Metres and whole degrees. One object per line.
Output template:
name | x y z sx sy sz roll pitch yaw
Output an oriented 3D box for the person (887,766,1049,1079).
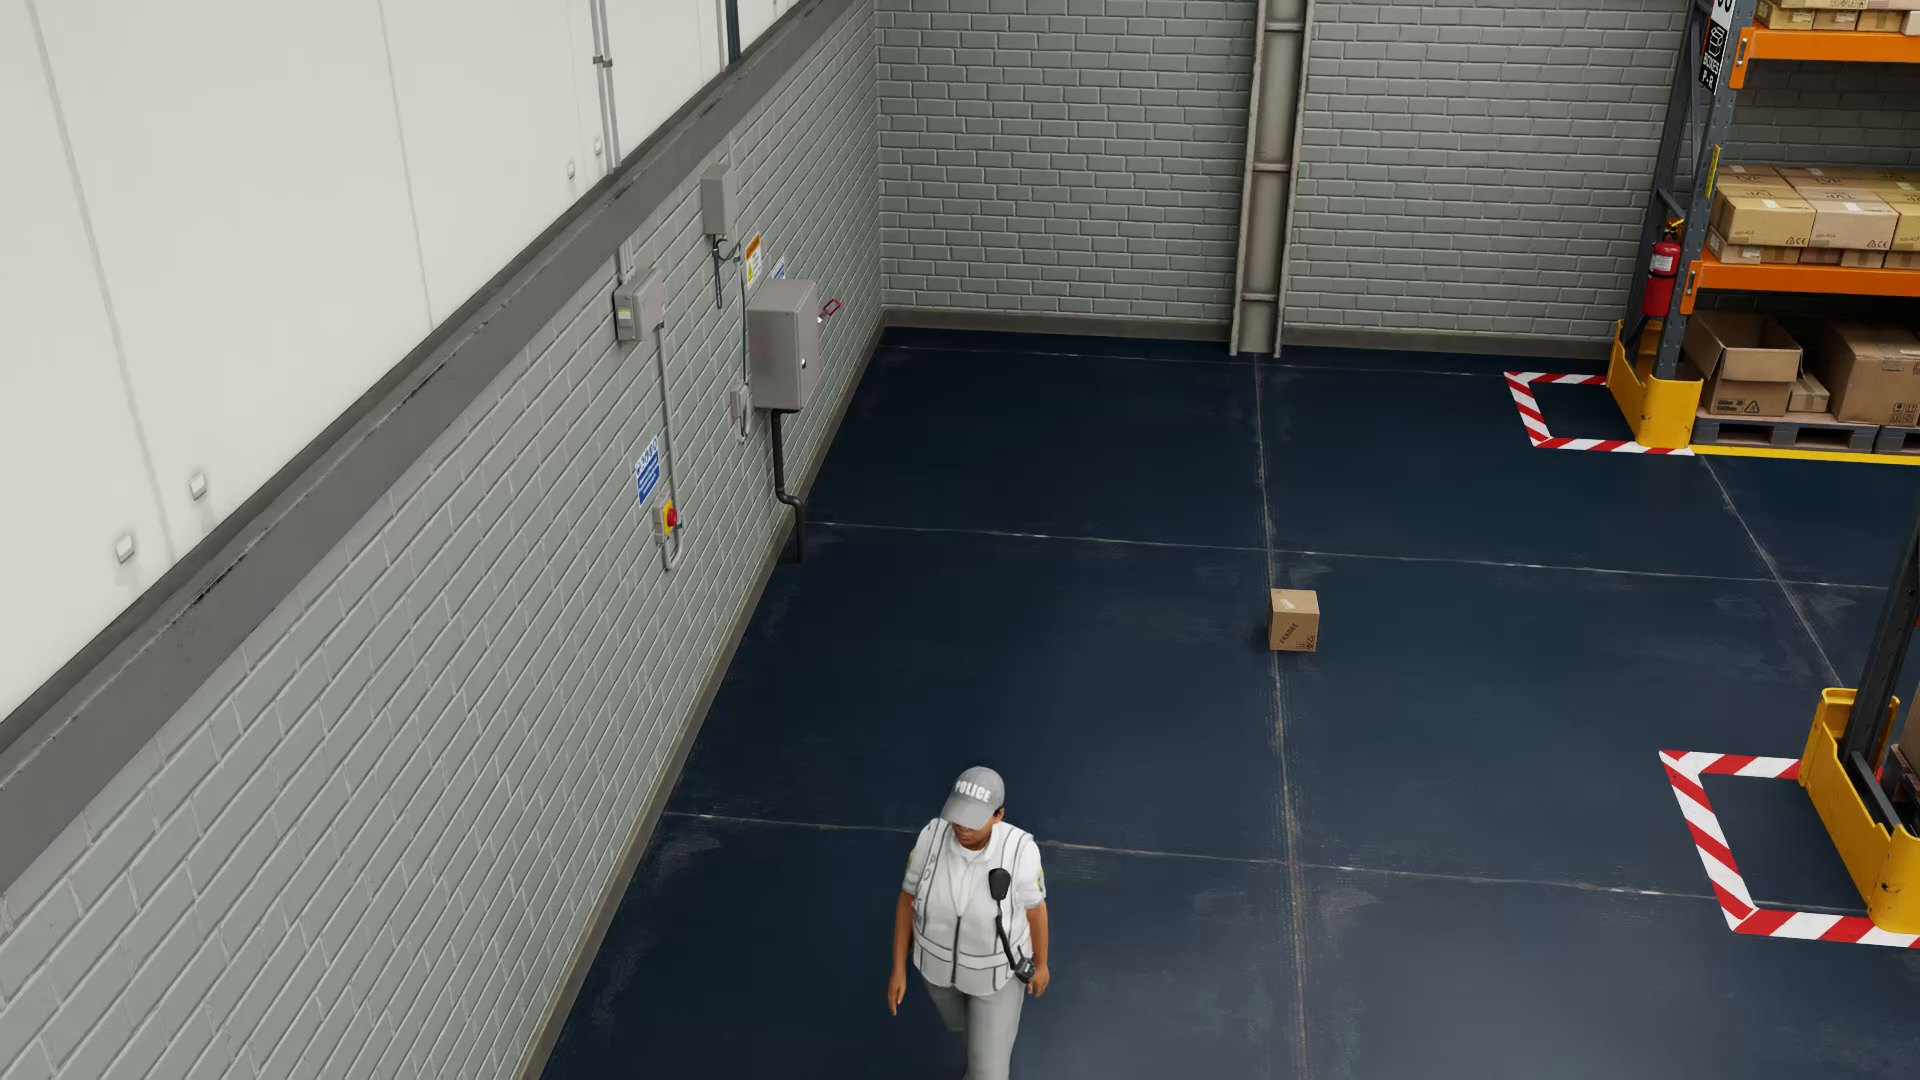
person | 0.006 1.533 5.797 0.512 1.649 0.865 10 30 18
